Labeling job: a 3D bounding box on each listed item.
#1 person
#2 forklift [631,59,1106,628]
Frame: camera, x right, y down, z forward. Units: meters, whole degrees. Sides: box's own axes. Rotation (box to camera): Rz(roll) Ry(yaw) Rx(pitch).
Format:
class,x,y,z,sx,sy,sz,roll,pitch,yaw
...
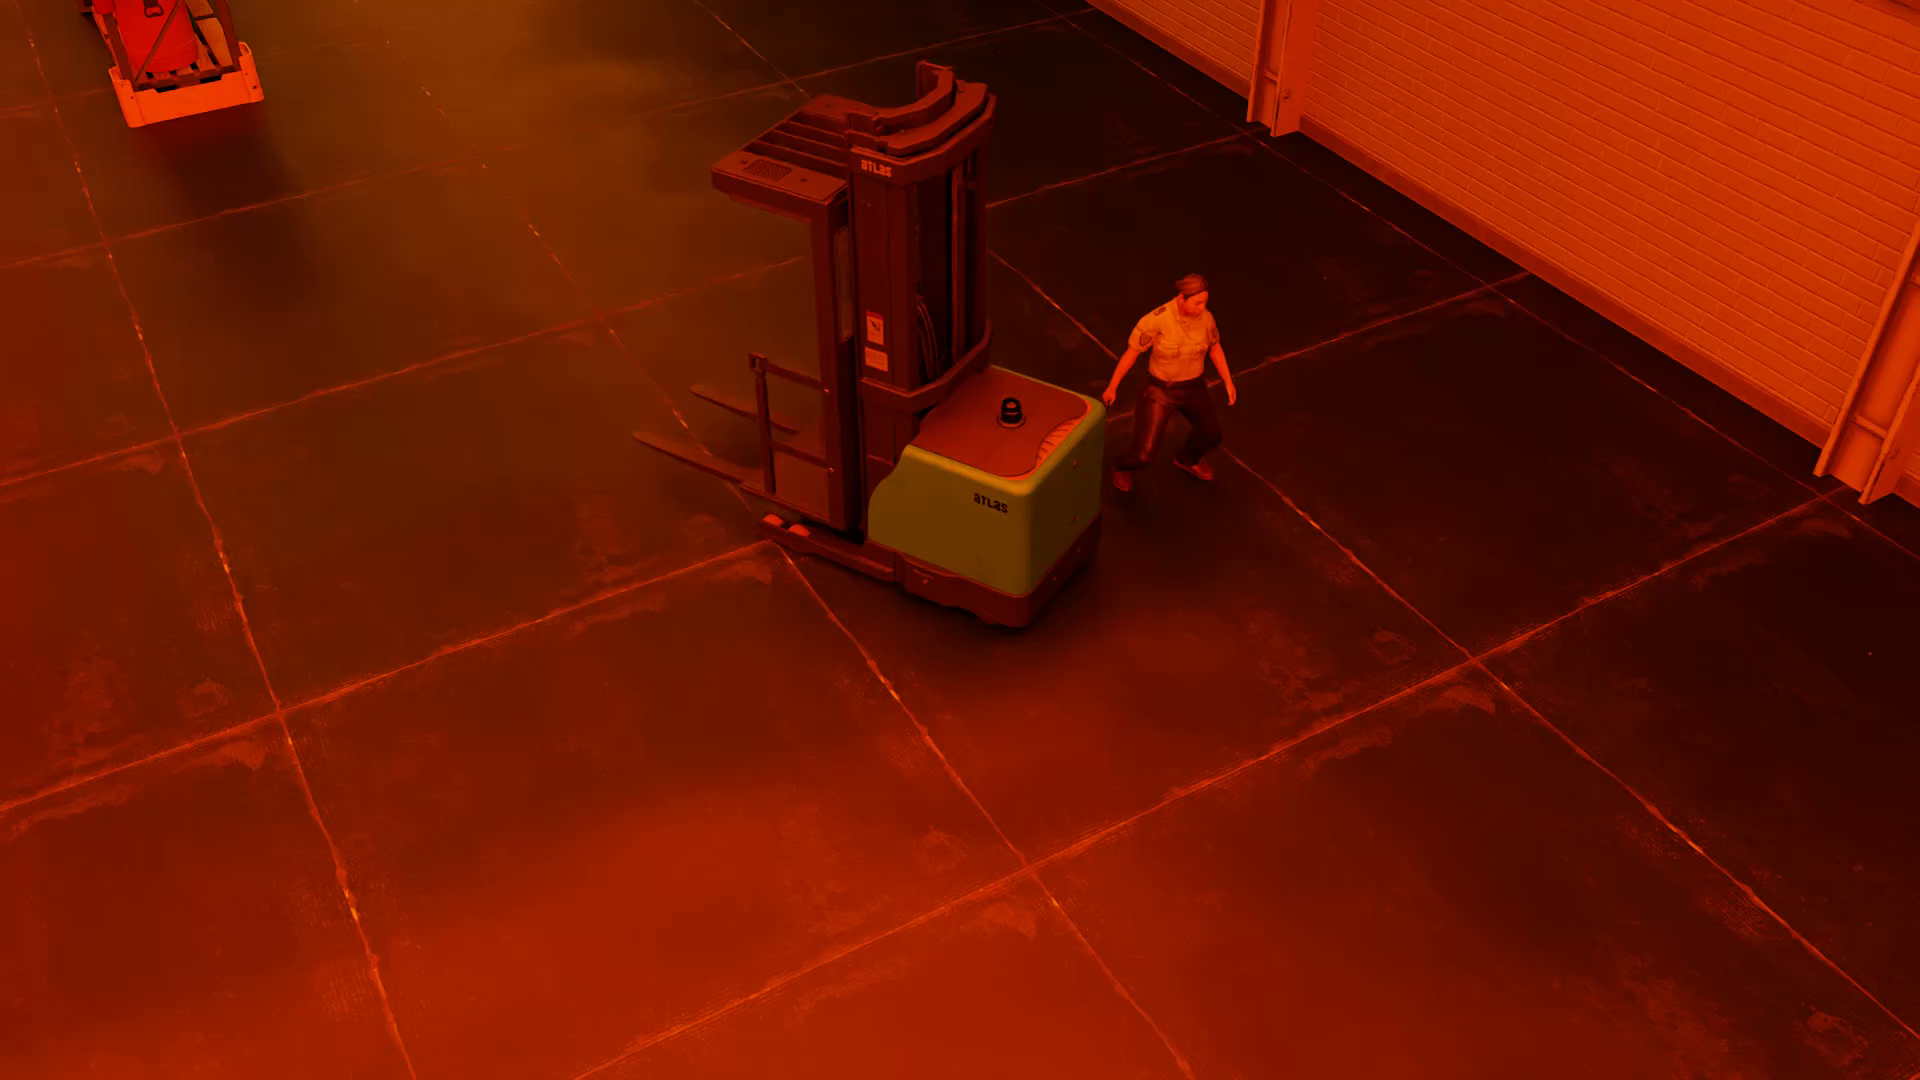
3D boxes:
class,x,y,z,sx,sy,sz,roll,pitch,yaw
person,1.300,-0.931,10.247,0.838,1.568,0.498,-11,41,-13
forklift,-0.669,-1.324,9.632,3.031,2.935,1.130,21,44,23
